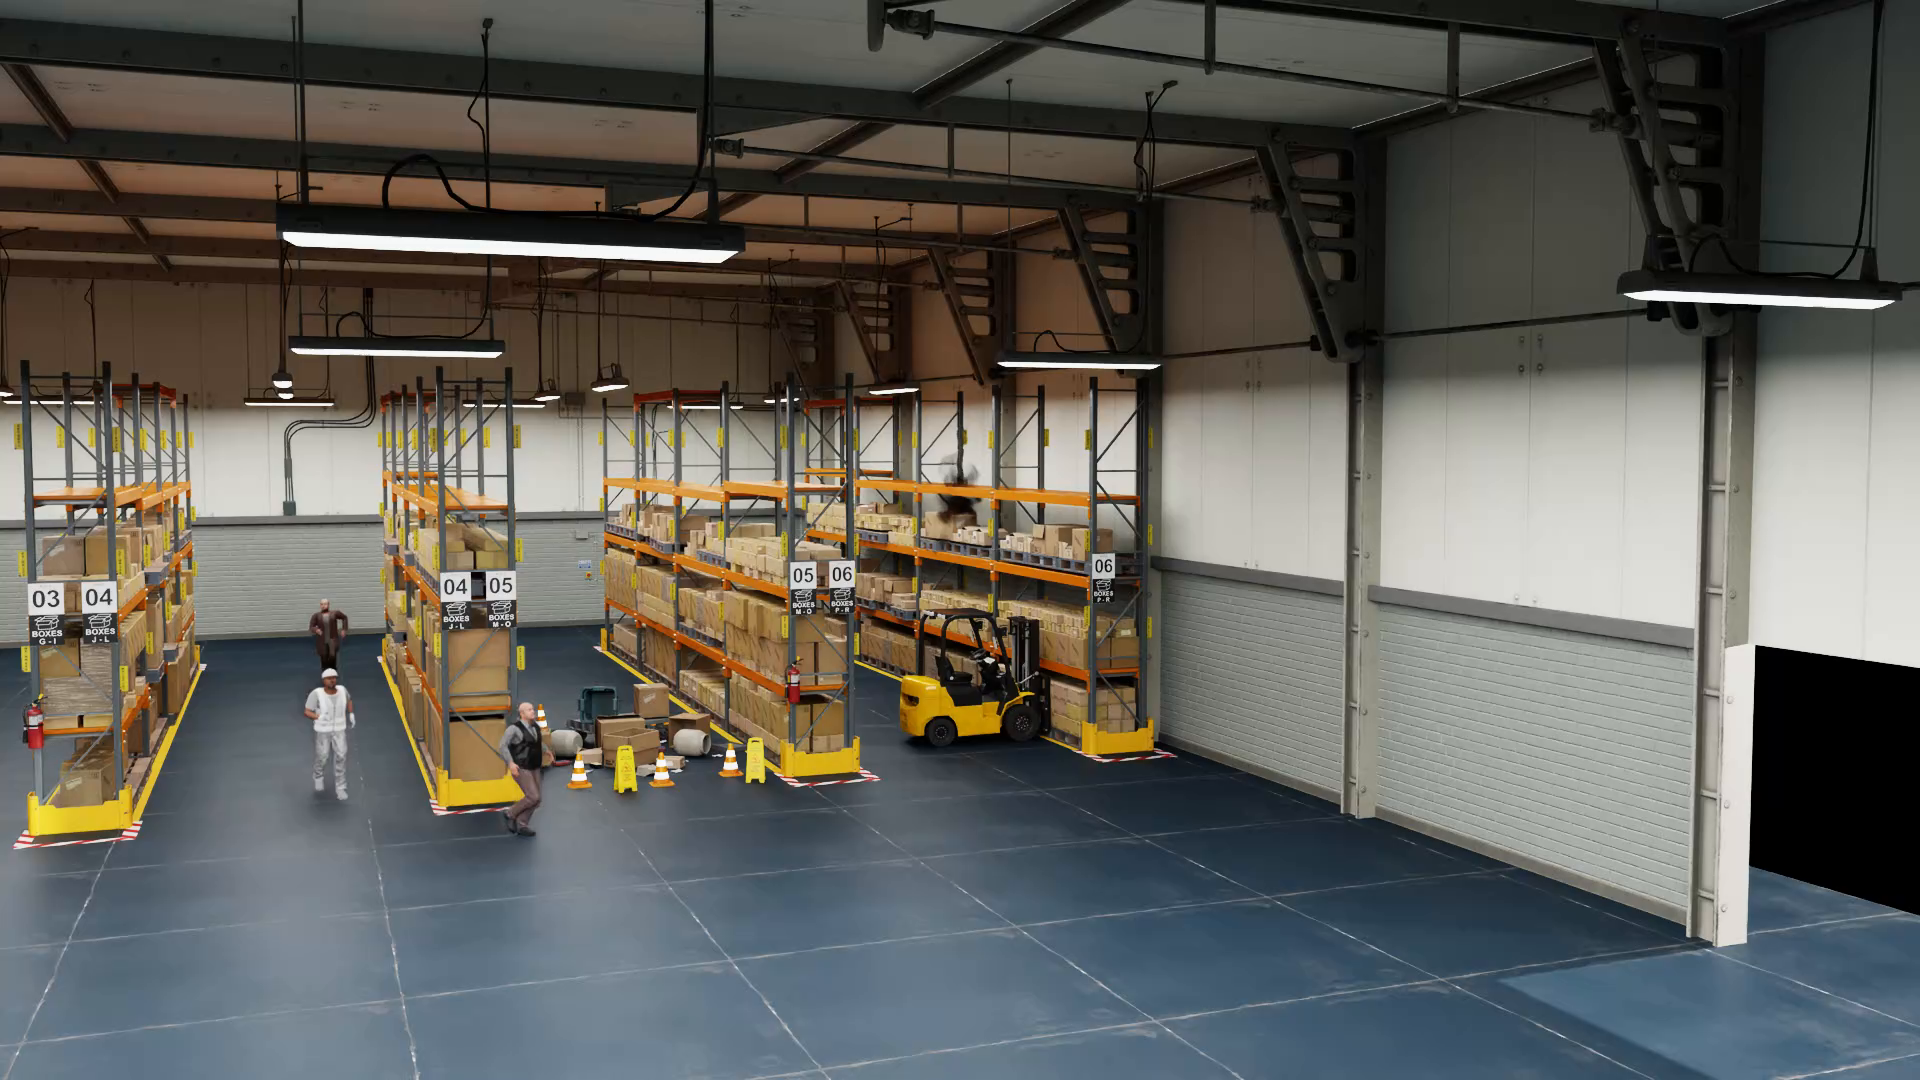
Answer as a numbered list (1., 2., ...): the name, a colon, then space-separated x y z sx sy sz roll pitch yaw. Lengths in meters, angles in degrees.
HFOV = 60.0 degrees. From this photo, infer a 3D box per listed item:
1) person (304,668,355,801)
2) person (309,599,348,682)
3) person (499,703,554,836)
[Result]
1. person: -8.838 2.700 23.344 0.708 1.821 0.861 -3 4 -37
2. person: -12.895 2.070 33.960 0.726 1.735 0.900 -1 4 -14
3. person: -5.448 2.896 21.017 0.570 1.690 0.672 1 4 23
